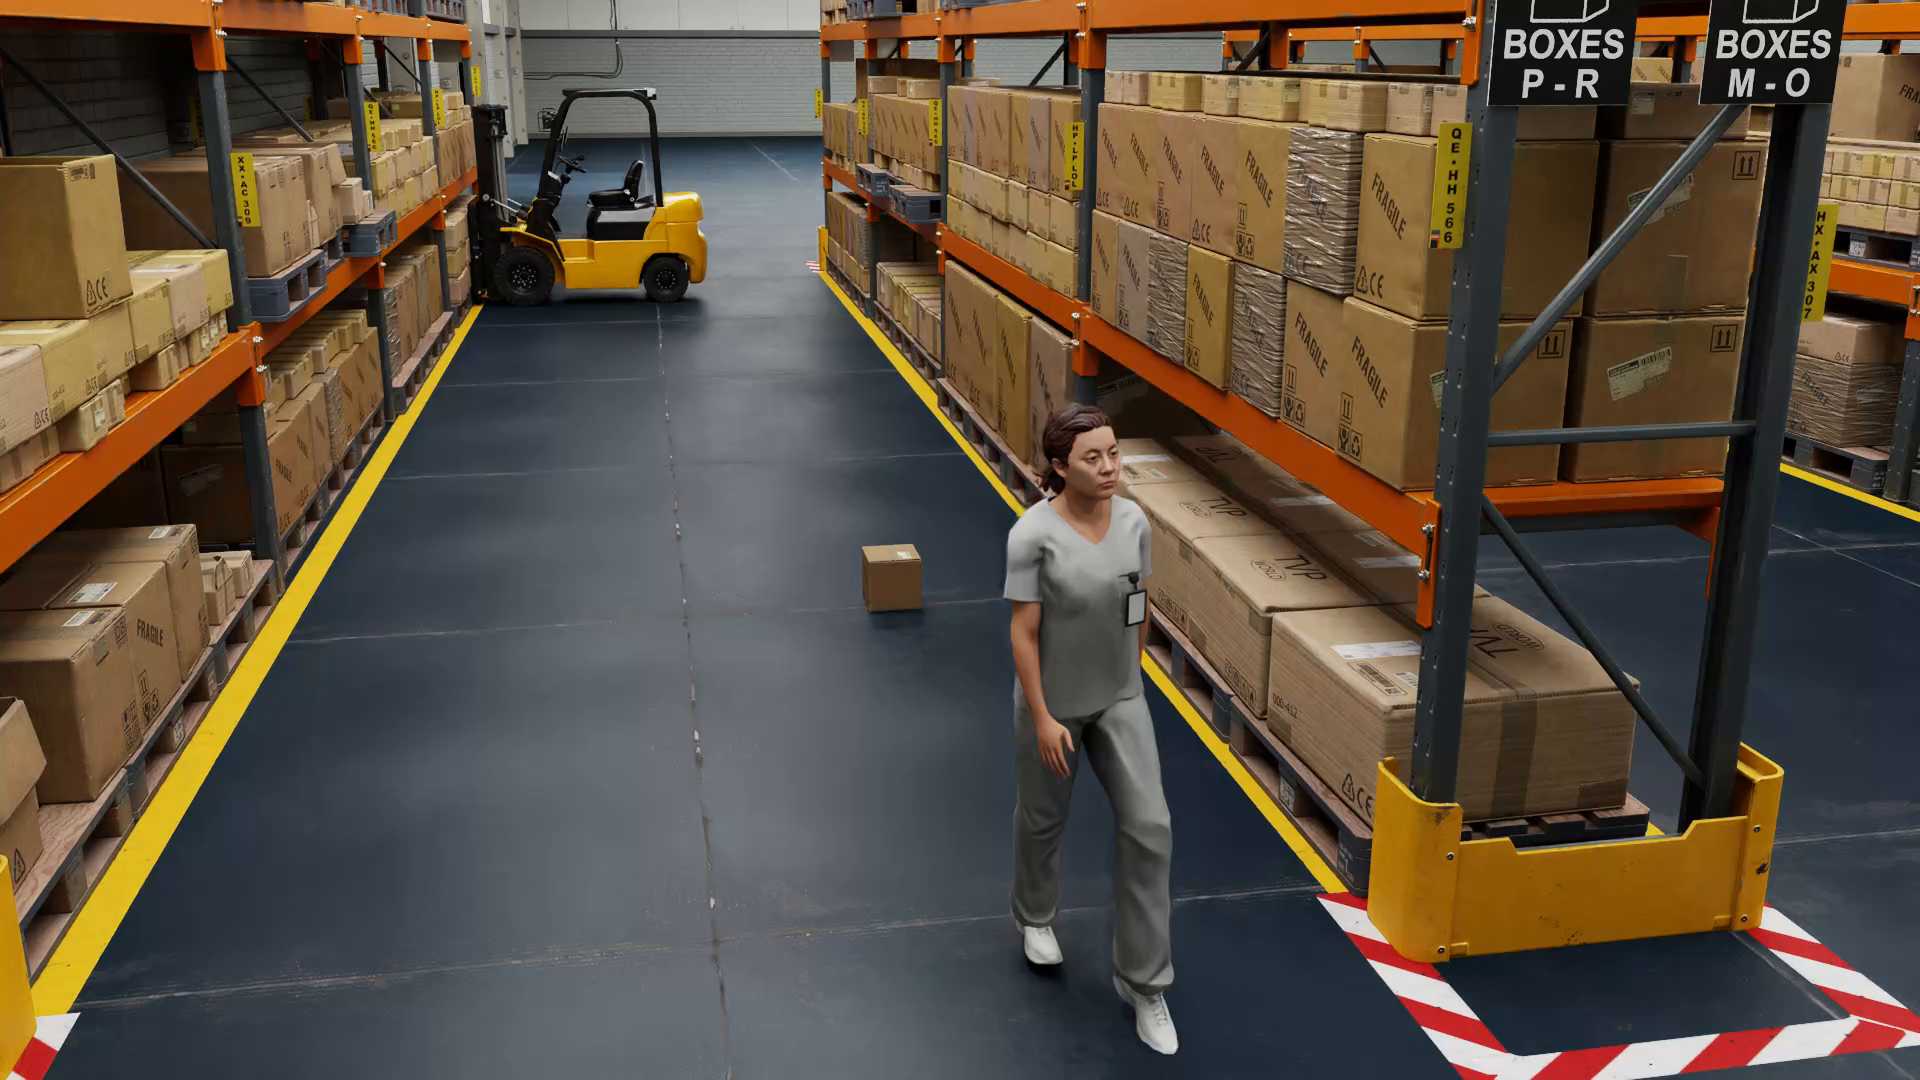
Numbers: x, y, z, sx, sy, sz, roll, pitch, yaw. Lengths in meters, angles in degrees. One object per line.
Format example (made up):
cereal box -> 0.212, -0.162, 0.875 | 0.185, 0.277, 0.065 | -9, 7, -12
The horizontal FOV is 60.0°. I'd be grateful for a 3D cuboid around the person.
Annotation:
person -> 0.342, 0.479, 4.463 | 0.462, 1.698, 0.741 | -5, 17, -17
